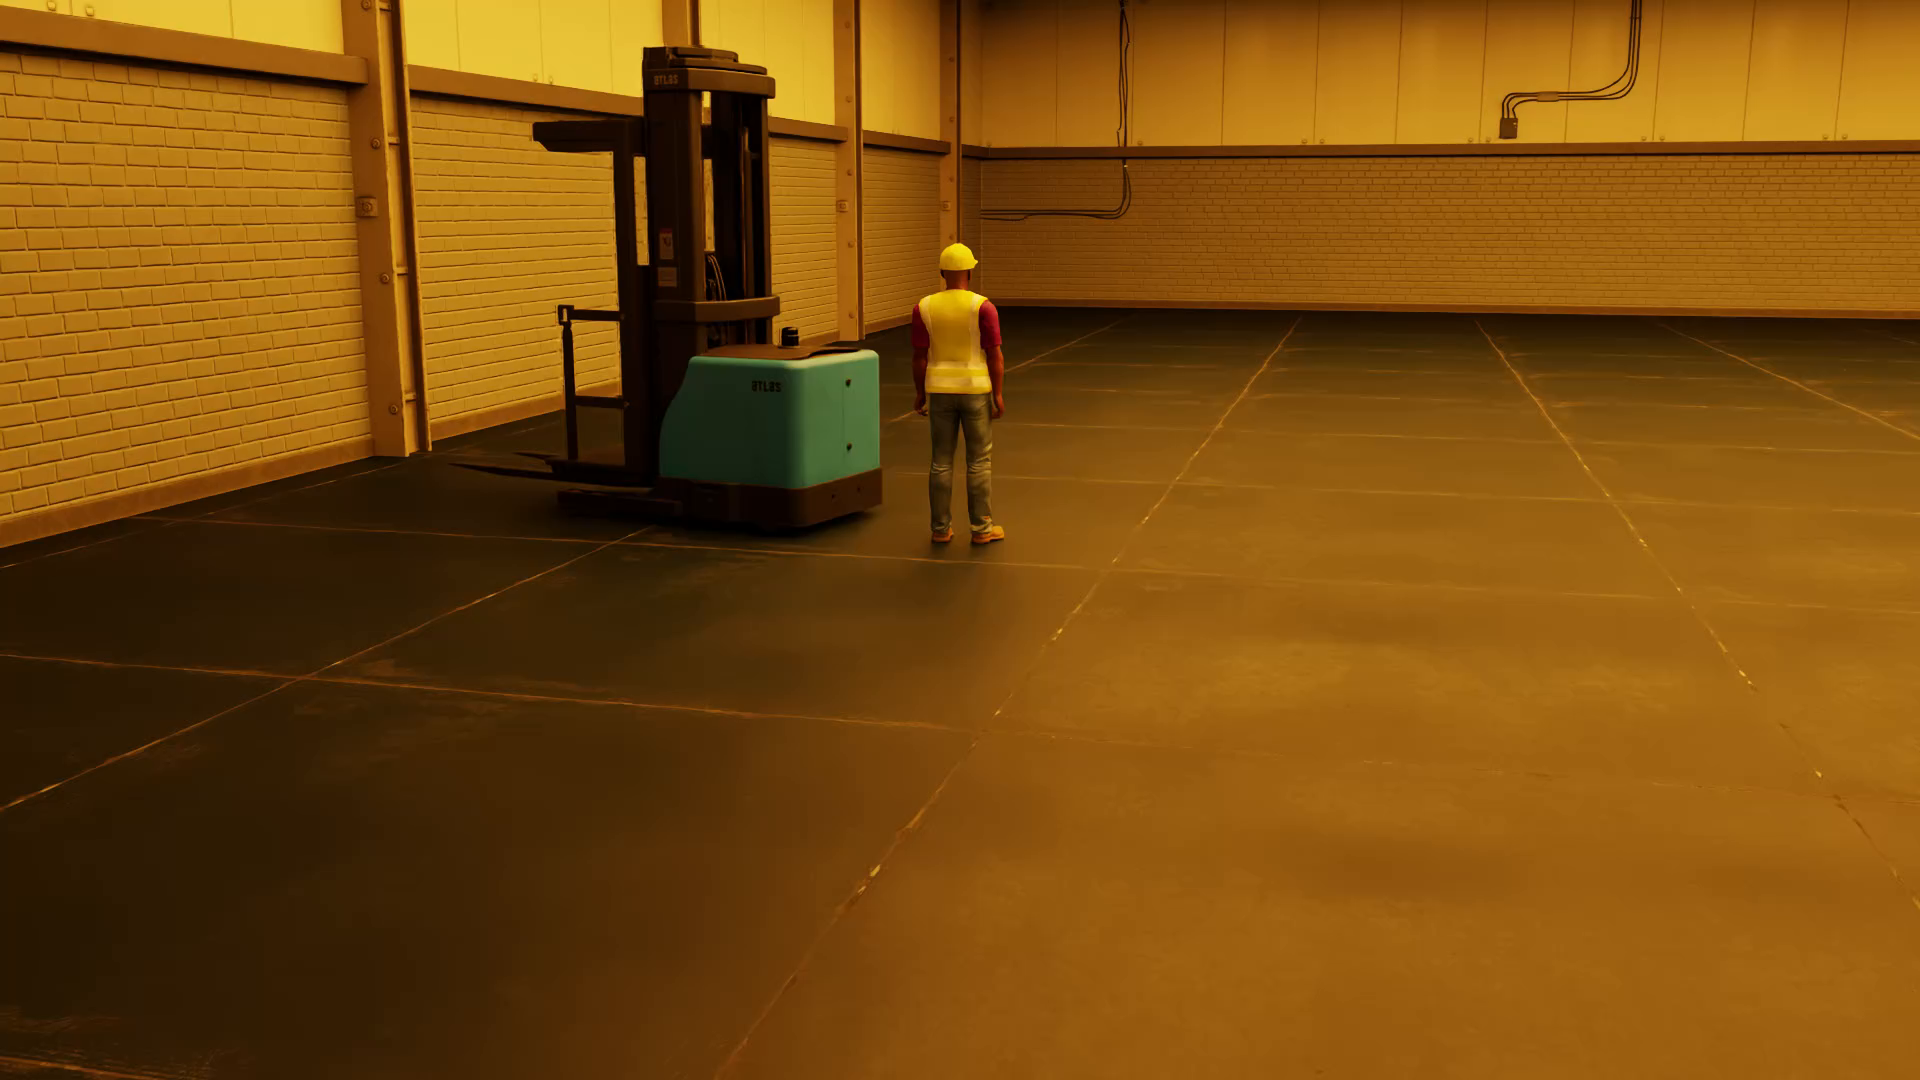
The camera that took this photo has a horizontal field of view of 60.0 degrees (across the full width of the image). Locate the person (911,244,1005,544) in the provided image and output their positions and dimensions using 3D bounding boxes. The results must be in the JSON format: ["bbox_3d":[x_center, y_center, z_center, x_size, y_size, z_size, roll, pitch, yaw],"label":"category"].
[{"bbox_3d":[-0.003,-0.865,9.890,0.556,1.770,0.395,3,12,14],"label":"person"}]

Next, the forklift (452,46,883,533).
[{"bbox_3d":[-2.051,-1.666,10.915,3.031,2.935,1.130,6,13,28],"label":"forklift"}]
